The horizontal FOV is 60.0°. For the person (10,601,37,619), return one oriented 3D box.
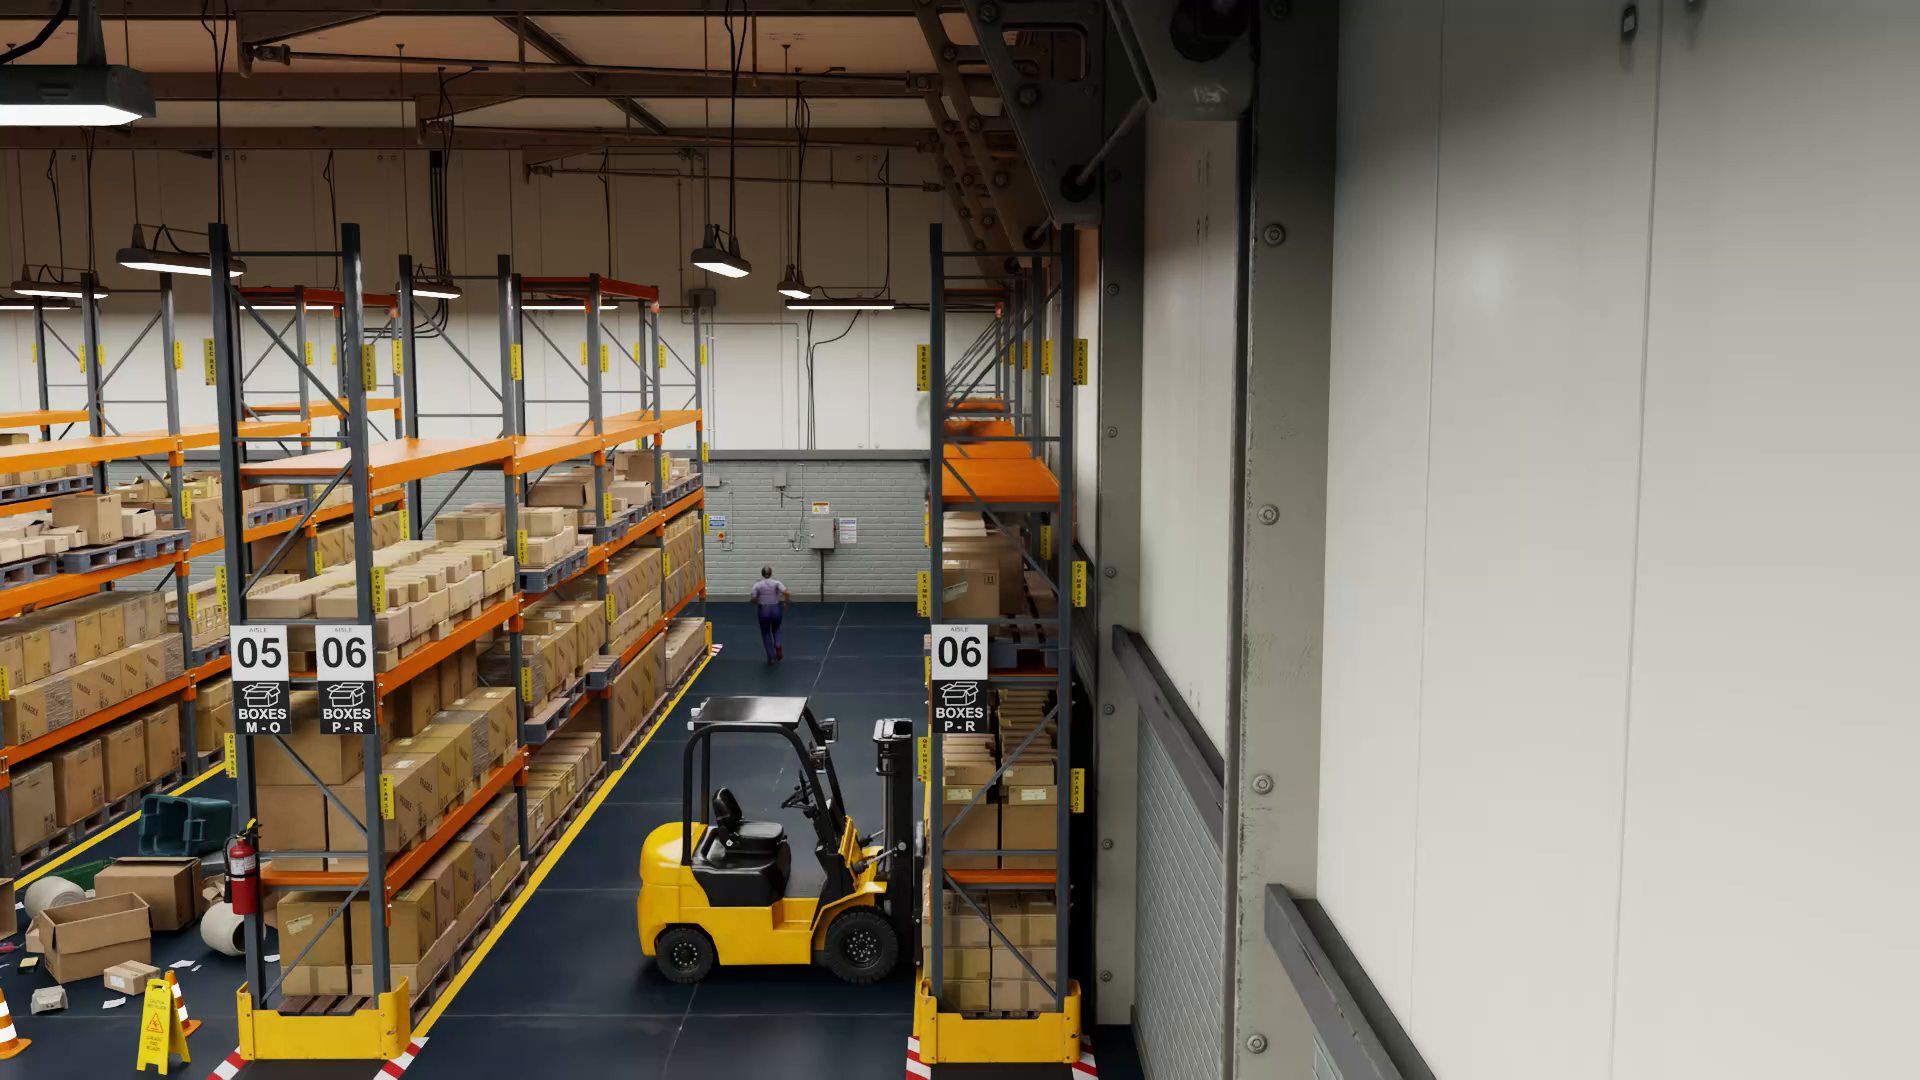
[{"bbox_3d":[-12.800,1.614,22.935,0.699,1.772,0.959,-1,7,-6],"label":"person"}]

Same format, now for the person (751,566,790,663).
[{"bbox_3d":[-3.118,1.207,27.159,0.593,1.607,0.594,-2,7,-18],"label":"person"}]
